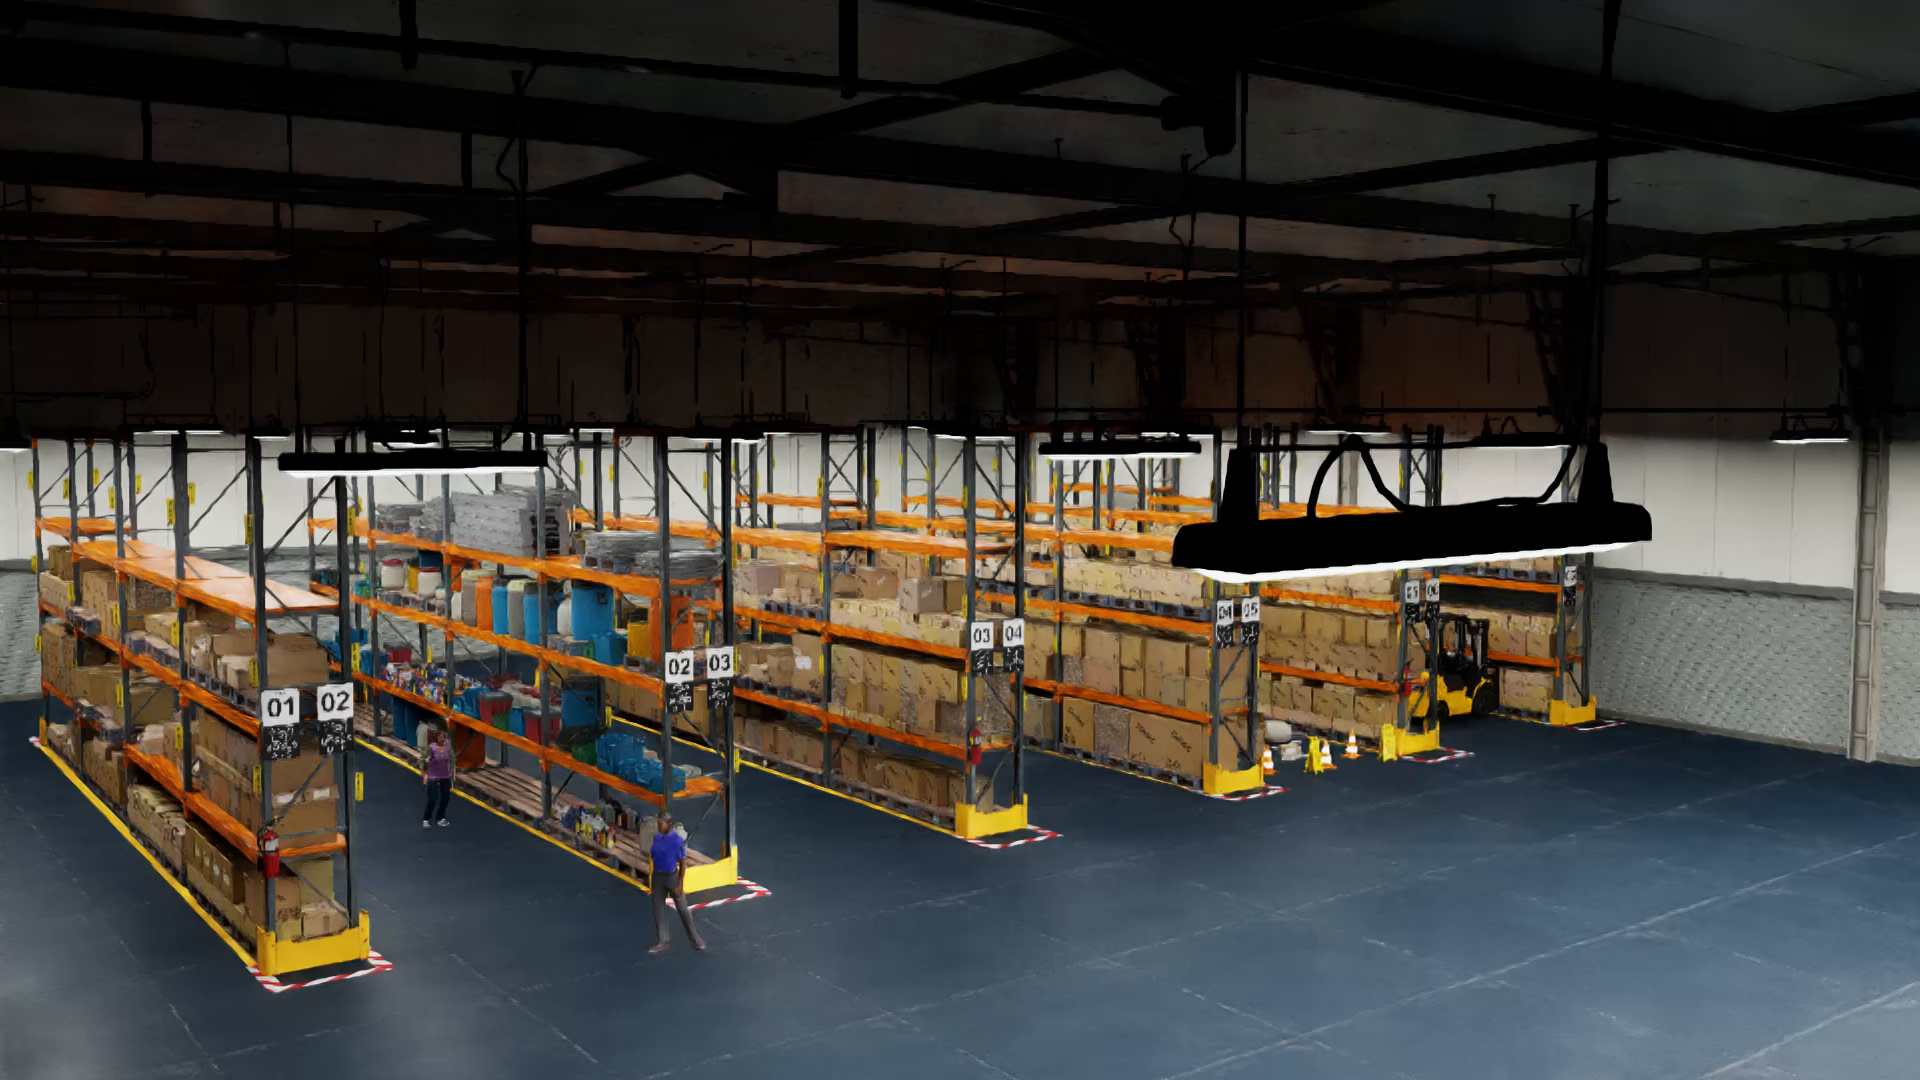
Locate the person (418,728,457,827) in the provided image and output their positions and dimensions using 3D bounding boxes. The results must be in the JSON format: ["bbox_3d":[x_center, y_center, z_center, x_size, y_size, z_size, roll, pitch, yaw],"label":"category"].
[{"bbox_3d":[-7.908,3.592,25.168,0.566,1.541,0.519,-4,6,-39],"label":"person"}]

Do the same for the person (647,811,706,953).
[{"bbox_3d":[-3.330,3.984,19.457,0.663,1.650,0.499,2,5,24],"label":"person"}]
